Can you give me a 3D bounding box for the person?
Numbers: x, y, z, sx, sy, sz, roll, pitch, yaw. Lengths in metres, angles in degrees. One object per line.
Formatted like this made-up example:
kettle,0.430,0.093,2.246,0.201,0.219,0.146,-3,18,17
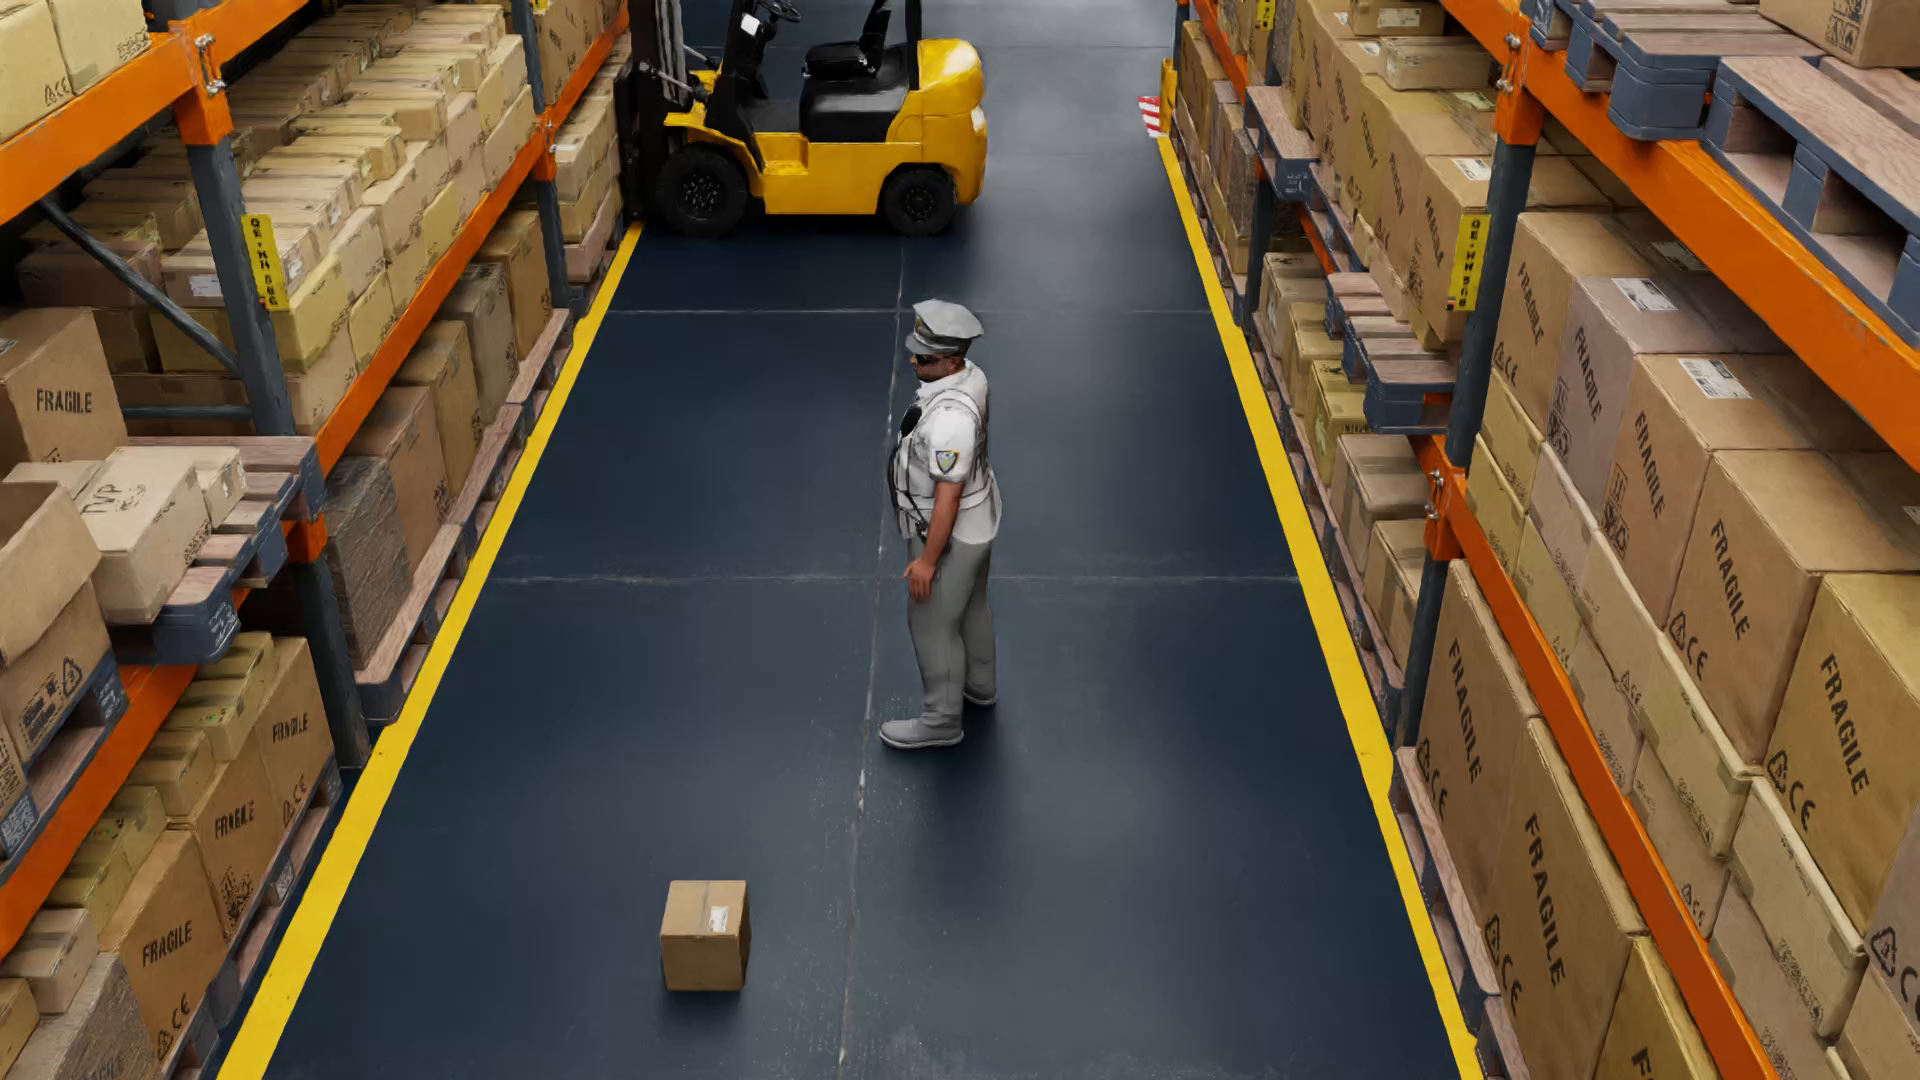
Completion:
person,-0.068,-0.047,6.153,0.441,1.764,0.612,5,32,8
